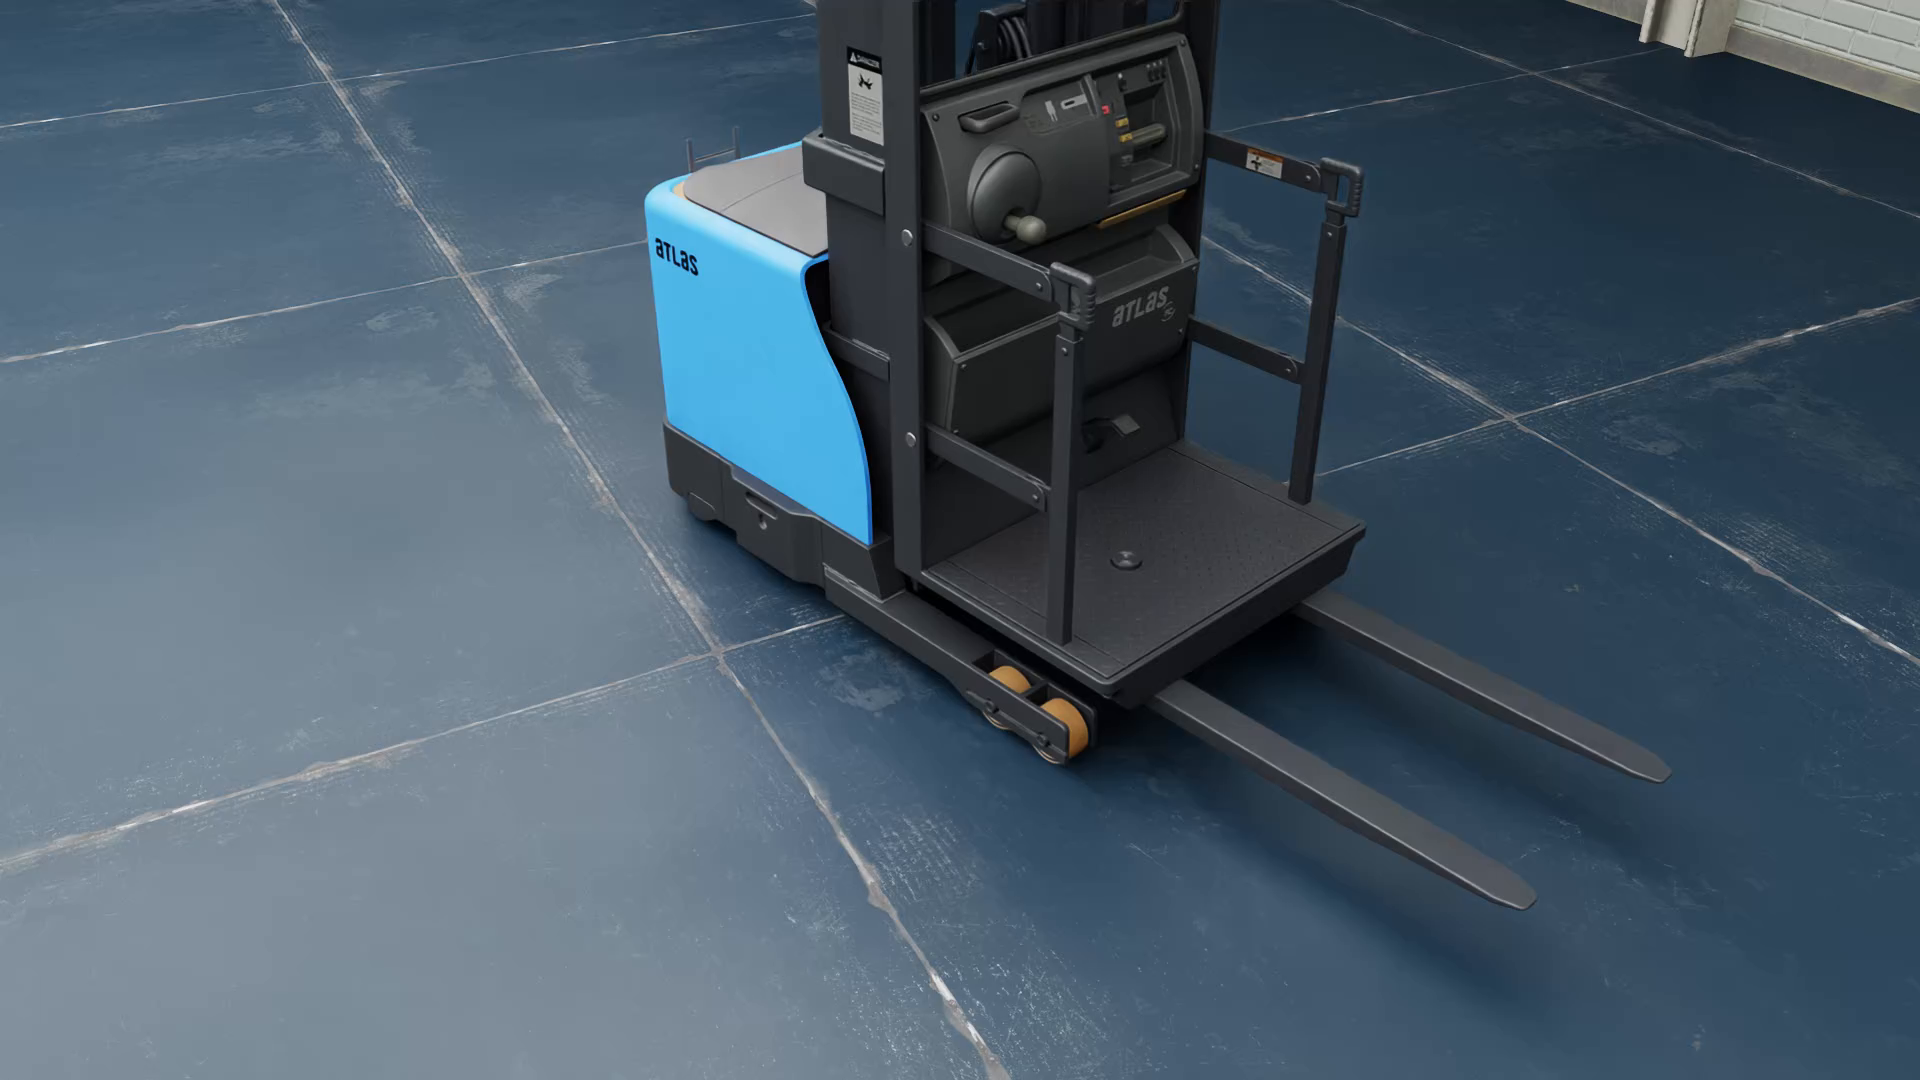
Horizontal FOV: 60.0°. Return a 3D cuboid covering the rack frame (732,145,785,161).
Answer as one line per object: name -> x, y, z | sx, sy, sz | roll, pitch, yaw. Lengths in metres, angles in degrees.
rack frame -> -0.629, -0.768, 5.475 | 0.200, 1.050, 0.008 | -27, 41, -35

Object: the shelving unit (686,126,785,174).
shelving unit -> -0.712, -0.816, 5.550 | 0.215, 1.050, 0.252 | -27, 41, -35

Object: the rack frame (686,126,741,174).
rack frame -> -0.795, -0.864, 5.625 | 0.200, 1.050, 0.008 | -27, 41, -35

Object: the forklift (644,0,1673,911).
forklift -> 0.428, -0.966, 4.040 | 1.130, 2.935, 3.031 | -27, 41, -35

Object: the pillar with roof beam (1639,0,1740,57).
pillar with roof beam -> 0.453, -5.624, 5.686 | 9.100, 9.000, 0.400 | -16, 36, -23
